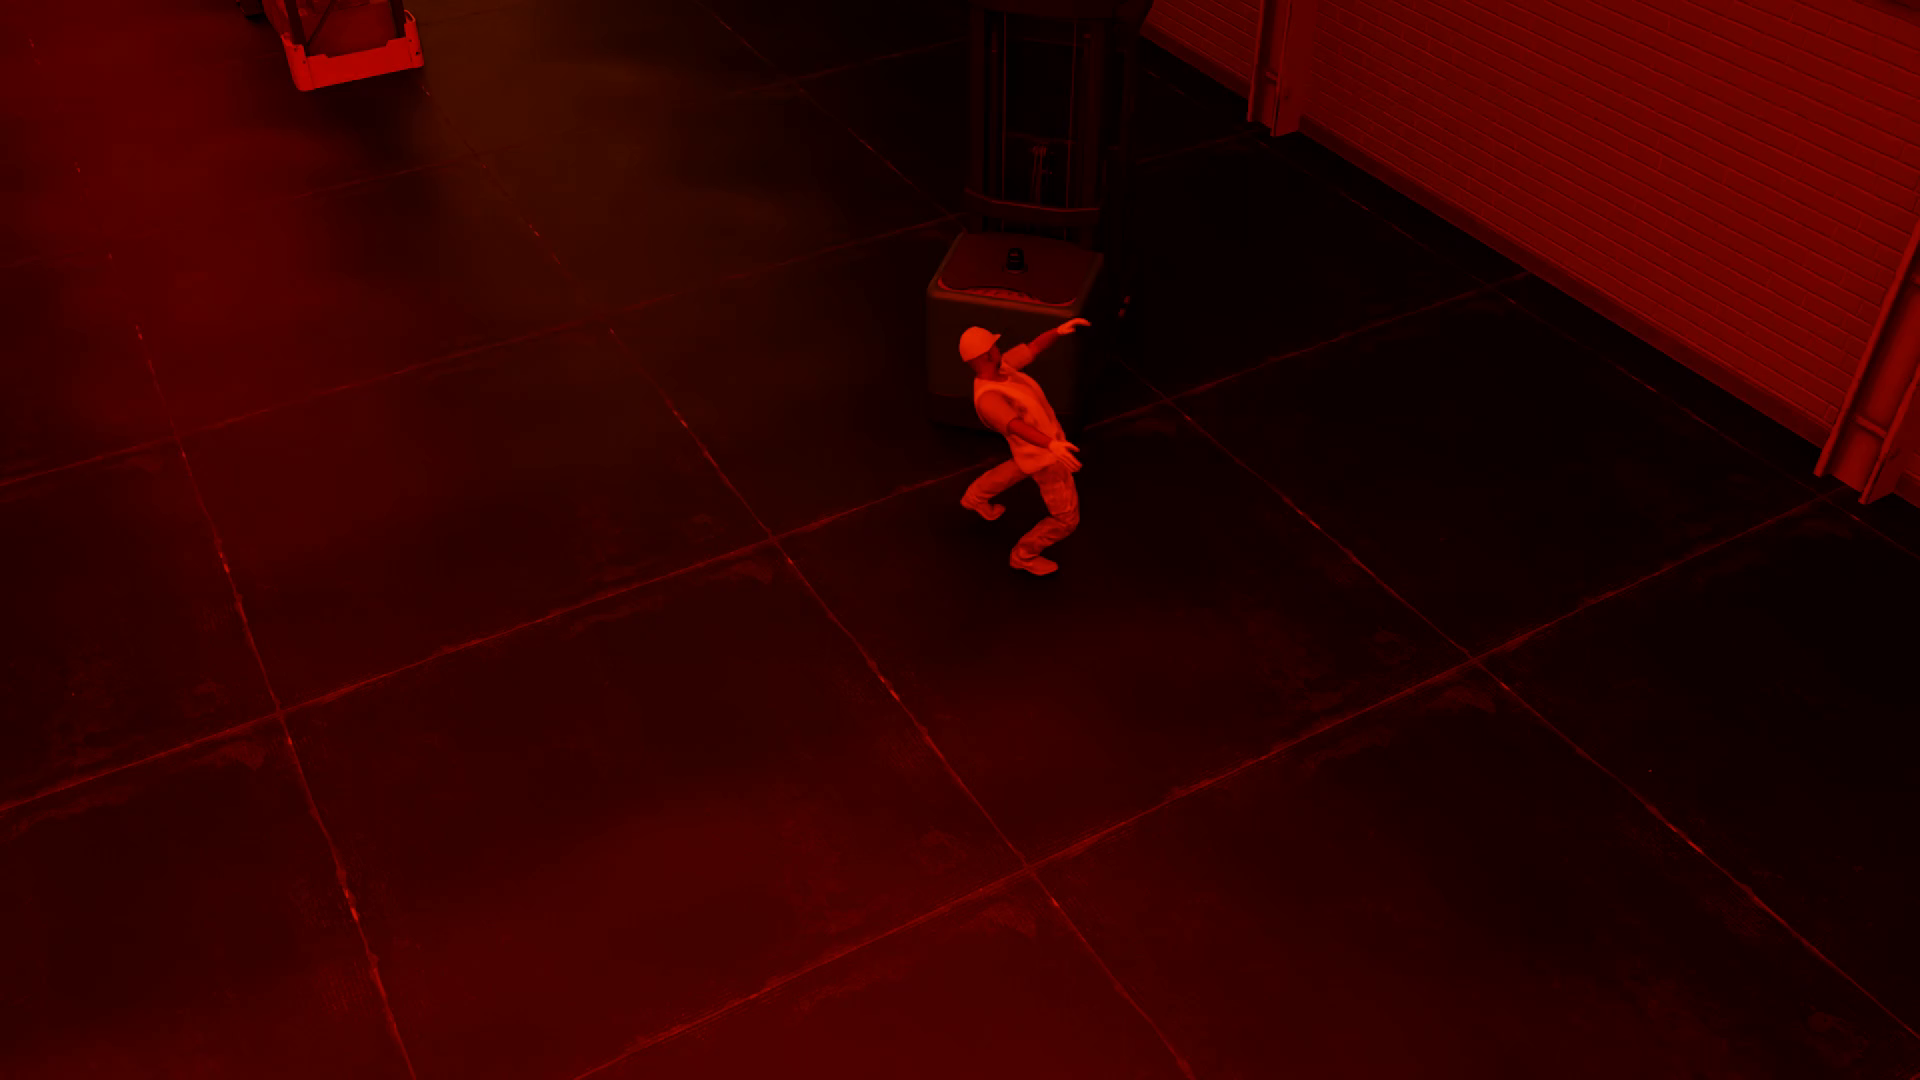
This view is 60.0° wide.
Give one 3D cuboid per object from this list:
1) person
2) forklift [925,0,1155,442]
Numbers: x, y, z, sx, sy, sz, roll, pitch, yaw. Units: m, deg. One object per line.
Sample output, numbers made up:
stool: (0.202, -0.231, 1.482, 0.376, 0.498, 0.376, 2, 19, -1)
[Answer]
person: (0.431, -0.453, 9.634, 0.746, 1.553, 1.131, -8, 40, -10)
forklift: (0.663, -2.715, 11.309, 1.130, 2.935, 3.031, 10, 41, 12)
